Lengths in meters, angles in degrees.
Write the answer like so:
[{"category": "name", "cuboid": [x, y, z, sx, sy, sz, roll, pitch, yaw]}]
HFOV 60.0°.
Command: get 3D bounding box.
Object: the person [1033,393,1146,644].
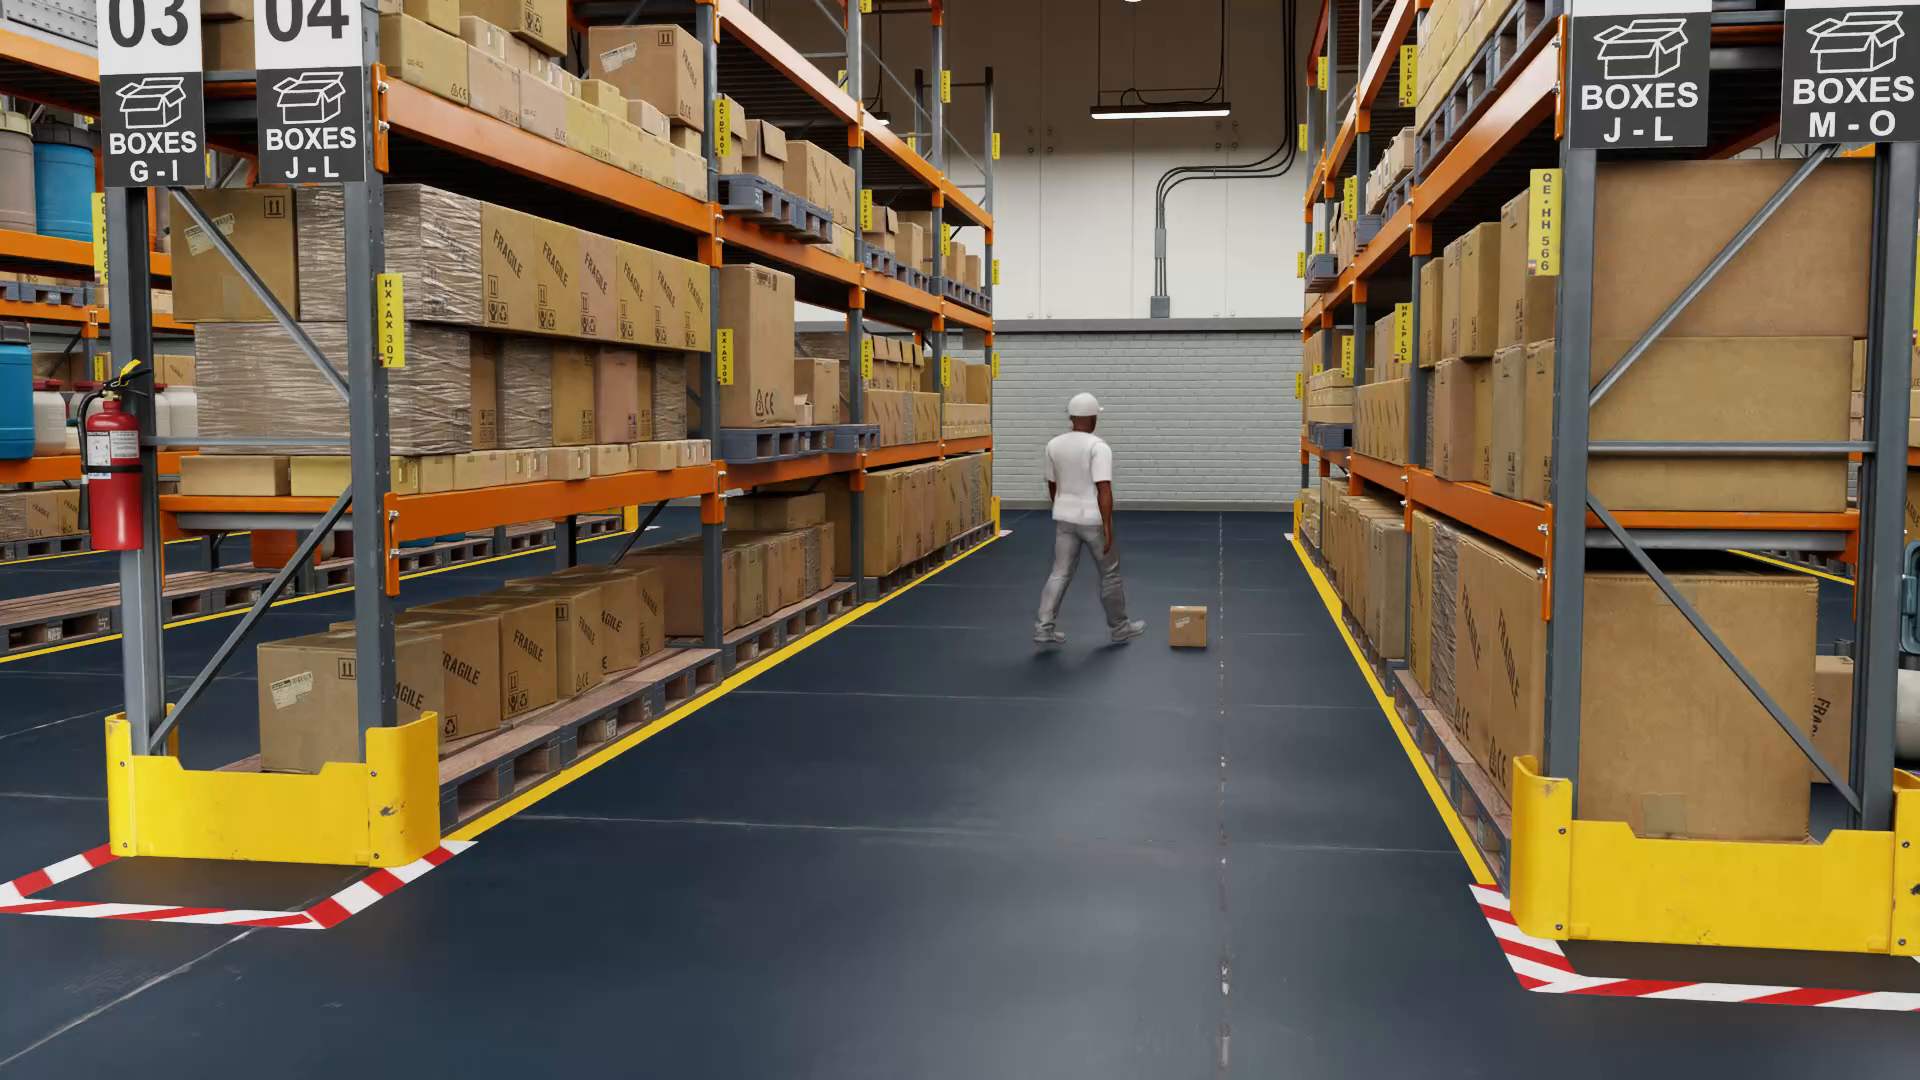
[{"category": "person", "cuboid": [0.878, -0.139, 11.396, 0.608, 1.727, 1.009, 3, 6, 37]}]
